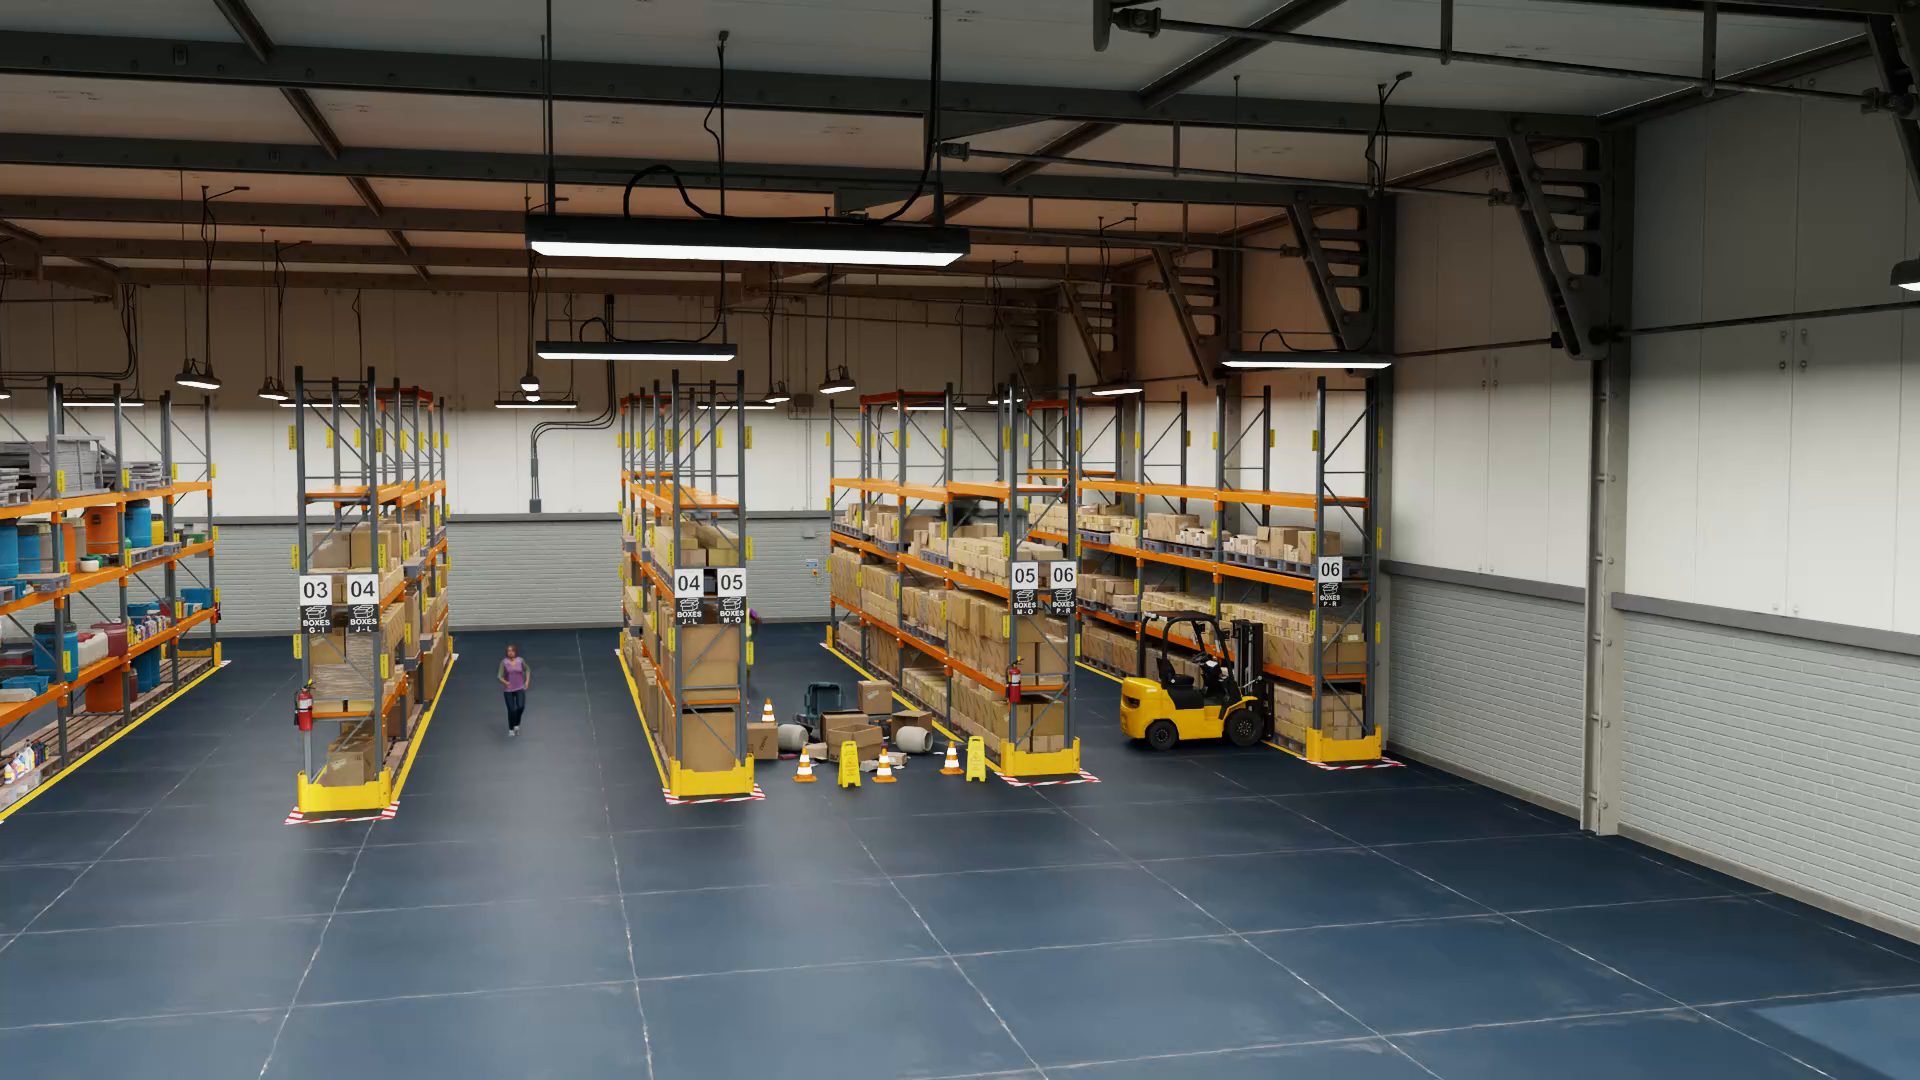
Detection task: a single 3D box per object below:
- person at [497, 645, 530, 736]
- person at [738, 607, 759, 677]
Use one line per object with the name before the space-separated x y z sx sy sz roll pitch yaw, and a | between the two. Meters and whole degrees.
person | -7.512 2.543 28.024 0.550 1.560 0.580 -1 4 -17
person | -4.605 2.035 35.051 0.675 1.803 0.733 -1 4 -17
